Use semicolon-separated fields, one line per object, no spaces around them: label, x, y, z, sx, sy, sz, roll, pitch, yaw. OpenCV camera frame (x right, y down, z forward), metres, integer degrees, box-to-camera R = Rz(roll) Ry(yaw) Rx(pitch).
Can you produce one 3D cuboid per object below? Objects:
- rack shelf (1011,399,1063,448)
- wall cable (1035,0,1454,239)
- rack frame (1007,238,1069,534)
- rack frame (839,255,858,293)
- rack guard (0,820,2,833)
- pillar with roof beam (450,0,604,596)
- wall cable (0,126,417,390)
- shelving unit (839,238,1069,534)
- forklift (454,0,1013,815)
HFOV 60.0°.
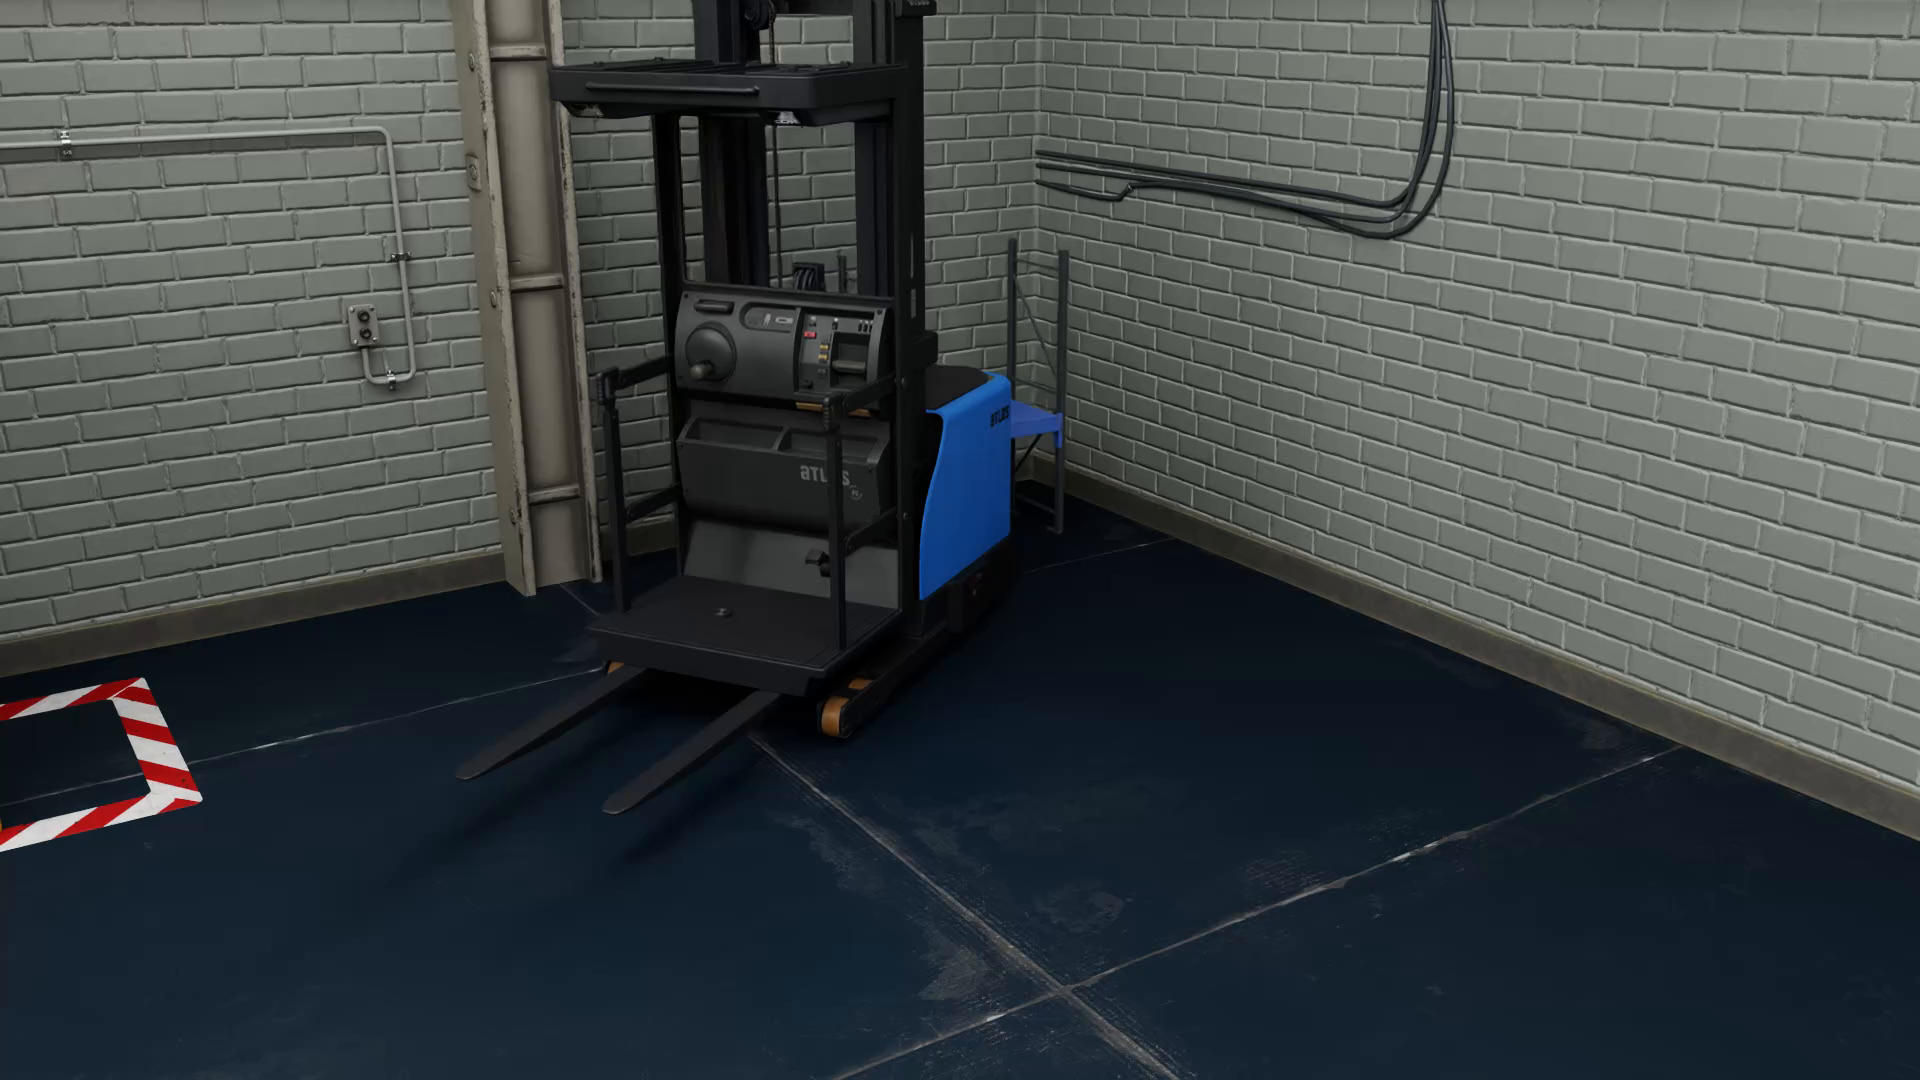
rack shelf;-0.027;-0.553;8.601;1.000;0.185;0.538;-12;22;-31
wall cable;1.146;-2.791;7.799;0.112;2.526;3.097;-12;22;-31
rack frame;0.401;-0.812;8.804;0.032;1.500;0.500;-12;22;-31
rack frame;-0.455;-0.636;8.284;0.032;1.500;0.500;-12;22;-31
rack guard;-3.754;0.660;6.011;0.348;0.500;1.175;-12;22;-31
pillar with roof beam;0.373;-2.917;3.323;0.400;9.000;9.100;-12;22;-31
wall cable;-3.225;-1.480;6.851;1.851;1.984;0.084;-12;22;-31
shelving unit;-0.027;-0.724;8.544;1.048;1.500;0.538;-12;22;-31
forklift;-0.808;-0.772;6.451;1.130;2.935;3.031;8;20;23
